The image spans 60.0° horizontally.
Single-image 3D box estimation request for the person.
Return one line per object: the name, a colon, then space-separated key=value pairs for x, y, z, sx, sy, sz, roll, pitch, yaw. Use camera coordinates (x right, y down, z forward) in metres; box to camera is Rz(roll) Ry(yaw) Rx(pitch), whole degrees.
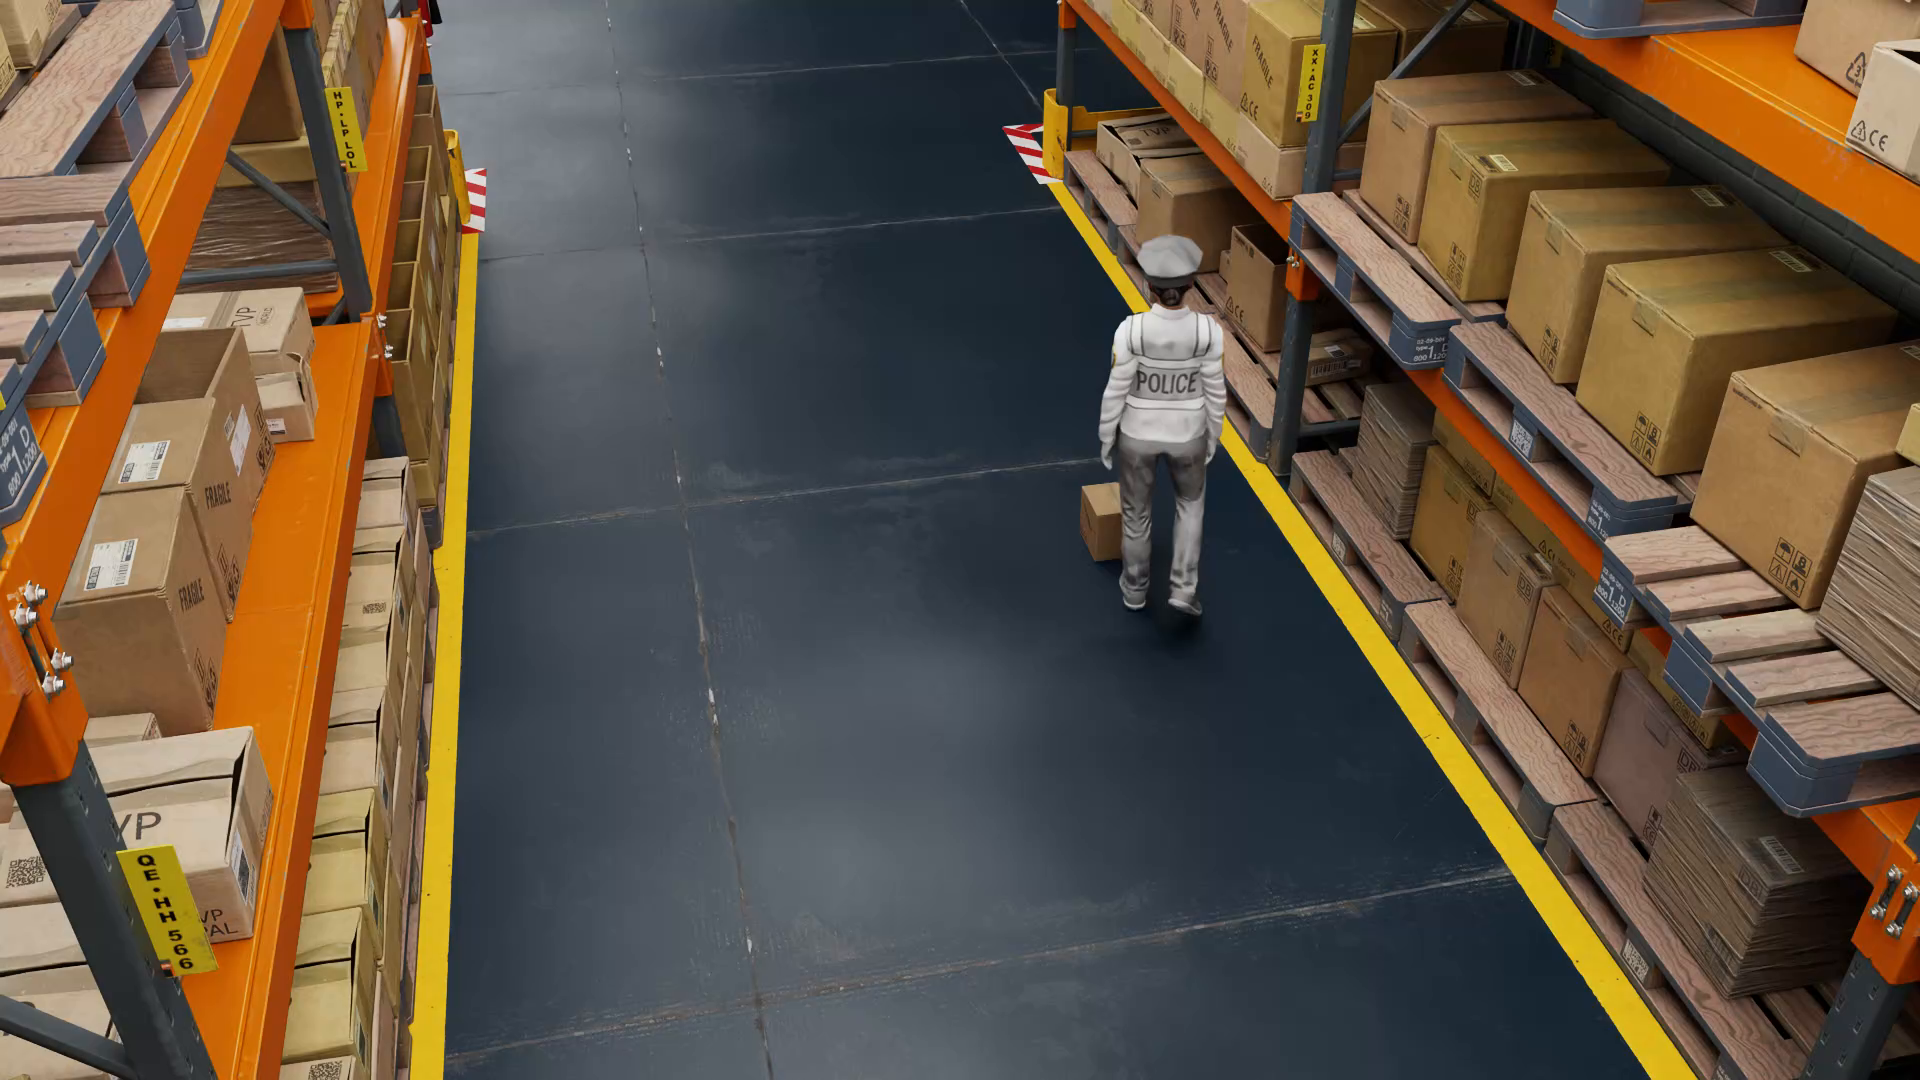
person: x=0.806 y=-0.400 z=6.683 sx=0.497 sy=1.668 sz=0.509 roll=0 pitch=35 yaw=0
